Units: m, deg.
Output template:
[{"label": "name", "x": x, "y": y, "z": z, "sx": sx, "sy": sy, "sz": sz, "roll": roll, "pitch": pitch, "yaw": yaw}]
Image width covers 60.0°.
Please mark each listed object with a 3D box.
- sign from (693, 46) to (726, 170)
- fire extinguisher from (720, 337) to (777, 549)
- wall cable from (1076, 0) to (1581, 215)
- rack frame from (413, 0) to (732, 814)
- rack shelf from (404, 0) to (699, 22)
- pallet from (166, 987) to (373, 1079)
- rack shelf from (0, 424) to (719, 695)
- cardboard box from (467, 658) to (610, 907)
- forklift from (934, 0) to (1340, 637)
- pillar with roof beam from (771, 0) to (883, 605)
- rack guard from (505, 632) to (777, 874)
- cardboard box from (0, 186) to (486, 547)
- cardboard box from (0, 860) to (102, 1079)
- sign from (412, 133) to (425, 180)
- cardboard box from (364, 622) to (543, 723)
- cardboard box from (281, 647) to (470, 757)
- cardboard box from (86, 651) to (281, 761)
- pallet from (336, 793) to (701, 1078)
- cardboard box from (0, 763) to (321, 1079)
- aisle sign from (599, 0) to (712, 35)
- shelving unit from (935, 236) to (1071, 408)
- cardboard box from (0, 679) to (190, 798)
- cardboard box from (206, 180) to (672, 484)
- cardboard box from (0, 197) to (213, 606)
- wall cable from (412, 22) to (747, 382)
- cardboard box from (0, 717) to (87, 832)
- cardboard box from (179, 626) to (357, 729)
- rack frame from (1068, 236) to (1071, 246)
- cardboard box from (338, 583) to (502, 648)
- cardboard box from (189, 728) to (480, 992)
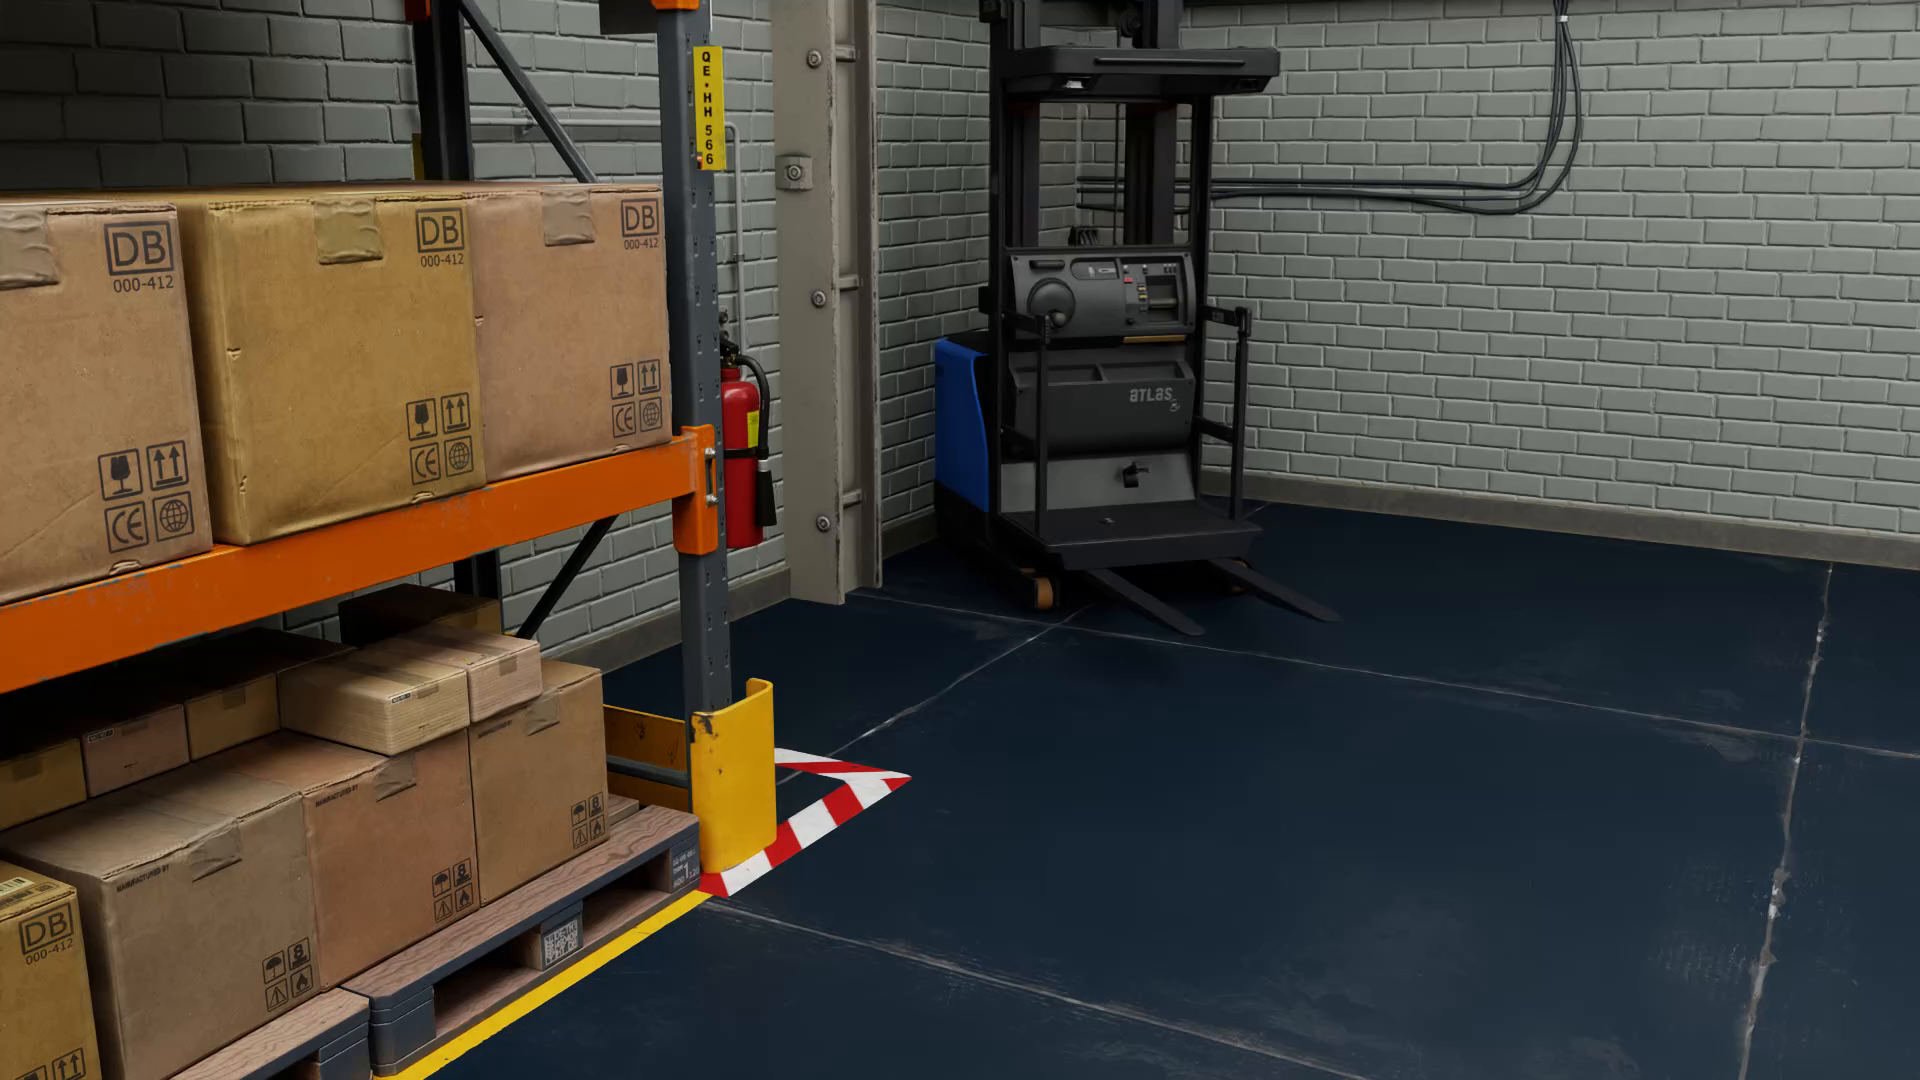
[{"label": "sign", "x": -0.684, "y": -1.174, "z": 4.526, "sx": 0.100, "sy": 0.325, "sz": 0.005, "roll": 7, "pitch": 15, "yaw": 28}, {"label": "fire extinguisher", "x": -0.676, "y": -0.320, "z": 4.920, "sx": 0.296, "sy": 0.674, "sz": 0.183, "roll": 7, "pitch": 15, "yaw": 28}, {"label": "wall cable", "x": 1.895, "y": -3.087, "z": 9.262, "sx": 3.097, "sy": 2.526, "sz": 0.112, "roll": 7, "pitch": 15, "yaw": 28}, {"label": "rack frame", "x": -1.153, "y": -0.560, "z": 4.956, "sx": 1.000, "sy": 3.000, "sz": 0.127, "roll": 7, "pitch": 15, "yaw": 28}, {"label": "rack shelf", "x": -2.119, "y": -1.258, "z": 2.987, "sx": 1.077, "sy": 0.370, "sz": 4.000, "roll": 7, "pitch": 15, "yaw": 28}, {"label": "pallet", "x": -2.061, "y": 1.218, "z": 3.531, "sx": 1.003, "sy": 0.211, "sz": 1.213, "roll": 7, "pitch": 15, "yaw": 28}, {"label": "rack shelf", "x": -2.119, "y": 0.200, "z": 3.338, "sx": 1.077, "sy": 0.370, "sz": 4.000, "roll": 7, "pitch": 15, "yaw": 28}, {"label": "cardboard box", "x": -1.403, "y": 0.606, "z": 4.557, "sx": 0.700, "sy": 0.500, "sz": 0.500, "roll": 7, "pitch": 15, "yaw": 28}, {"label": "forklift", "x": 0.756, "y": -1.196, "z": 7.741, "sx": 1.130, "sy": 2.935, "sz": 3.031, "roll": -4, "pitch": 14, "yaw": -18}, {"label": "pillar with roof beam", "x": 3.164, "y": -3.641, "z": 4.934, "sx": 9.100, "sy": 9.000, "sz": 0.400, "roll": 7, "pitch": 15, "yaw": 28}, {"label": "rack guard", "x": -1.141, "y": 0.650, "z": 5.269, "sx": 1.175, "sy": 0.500, "sz": 0.348, "roll": 7, "pitch": 15, "yaw": 28}, {"label": "cardboard box", "x": -1.732, "y": -0.449, "z": 3.858, "sx": 0.980, "sy": 0.700, "sz": 0.700, "roll": 7, "pitch": 15, "yaw": 28}, {"label": "cardboard box", "x": -2.139, "y": 0.922, "z": 3.246, "sx": 0.700, "sy": 0.500, "sz": 0.500, "roll": 8, "pitch": 16, "yaw": 29}, {"label": "sign", "x": -1.635, "y": -1.083, "z": 5.111, "sx": 0.100, "sy": 0.325, "sz": 0.005, "roll": 7, "pitch": 15, "yaw": 28}, {"label": "cardboard box", "x": -1.306, "y": 0.338, "z": 4.286, "sx": 0.380, "sy": 0.149, "sz": 0.250, "roll": 7, "pitch": 15, "yaw": 27}, {"label": "cardboard box", "x": -1.429, "y": 0.390, "z": 4.068, "sx": 0.380, "sy": 0.149, "sz": 0.250, "roll": 8, "pitch": 16, "yaw": 30}, {"label": "cardboard box", "x": -1.884, "y": 0.398, "z": 4.037, "sx": 0.380, "sy": 0.149, "sz": 0.250, "roll": 8, "pitch": 15, "yaw": 29}, {"label": "pallet", "x": -1.471, "y": 0.969, "z": 4.565, "sx": 1.003, "sy": 0.211, "sz": 1.213, "roll": 7, "pitch": 15, "yaw": 28}, {"label": "cardboard box", "x": -1.888, "y": 0.812, "z": 3.703, "sx": 0.700, "sy": 0.500, "sz": 0.500, "roll": 7, "pitch": 15, "yaw": 26}, {"label": "aisle sign", "x": -0.855, "y": -1.804, "z": 4.571, "sx": 0.394, "sy": 0.787, "sz": 0.004, "roll": 7, "pitch": 15, "yaw": 28}, {"label": "shelving unit", "x": 0.154, "y": -0.909, "z": 9.431, "sx": 1.048, "sy": 1.500, "sz": 0.538, "roll": -14, "pitch": 15, "yaw": -33}, {"label": "cardboard box", "x": -2.006, "y": 0.450, "z": 3.820, "sx": 0.380, "sy": 0.149, "sz": 0.250, "roll": 8, "pitch": 16, "yaw": 29}, {"label": "cardboard box", "x": -1.390, "y": -0.600, "z": 4.482, "sx": 0.980, "sy": 0.700, "sz": 0.700, "roll": 8, "pitch": 16, "yaw": 31}, {"label": "cardboard box", "x": -2.109, "y": -0.294, "z": 3.213, "sx": 0.980, "sy": 0.700, "sz": 0.700, "roll": 7, "pitch": 15, "yaw": 25}, {"label": "wall cable", "x": -1.362, "y": -1.424, "z": 6.371, "sx": 0.084, "sy": 1.984, "sz": 1.851, "roll": 7, "pitch": 15, "yaw": 28}, {"label": "cardboard box", "x": -2.129, "y": 0.503, "z": 3.602, "sx": 0.380, "sy": 0.149, "sz": 0.250, "roll": 8, "pitch": 15, "yaw": 29}, {"label": "cardboard box", "x": -1.762, "y": 0.346, "z": 4.250, "sx": 0.380, "sy": 0.149, "sz": 0.250, "roll": 7, "pitch": 15, "yaw": 28}, {"label": "rack frame", "x": 0.570, "y": -1.012, "z": 9.706, "sx": 0.032, "sy": 1.500, "sz": 0.500, "roll": -14, "pitch": 15, "yaw": -33}, {"label": "cardboard box", "x": -1.518, "y": 0.242, "z": 4.681, "sx": 0.380, "sy": 0.149, "sz": 0.250, "roll": 7, "pitch": 15, "yaw": 28}, {"label": "cardboard box", "x": -1.645, "y": 0.709, "z": 4.131, "sx": 0.700, "sy": 0.500, "sz": 0.500, "roll": 7, "pitch": 15, "yaw": 28}]
